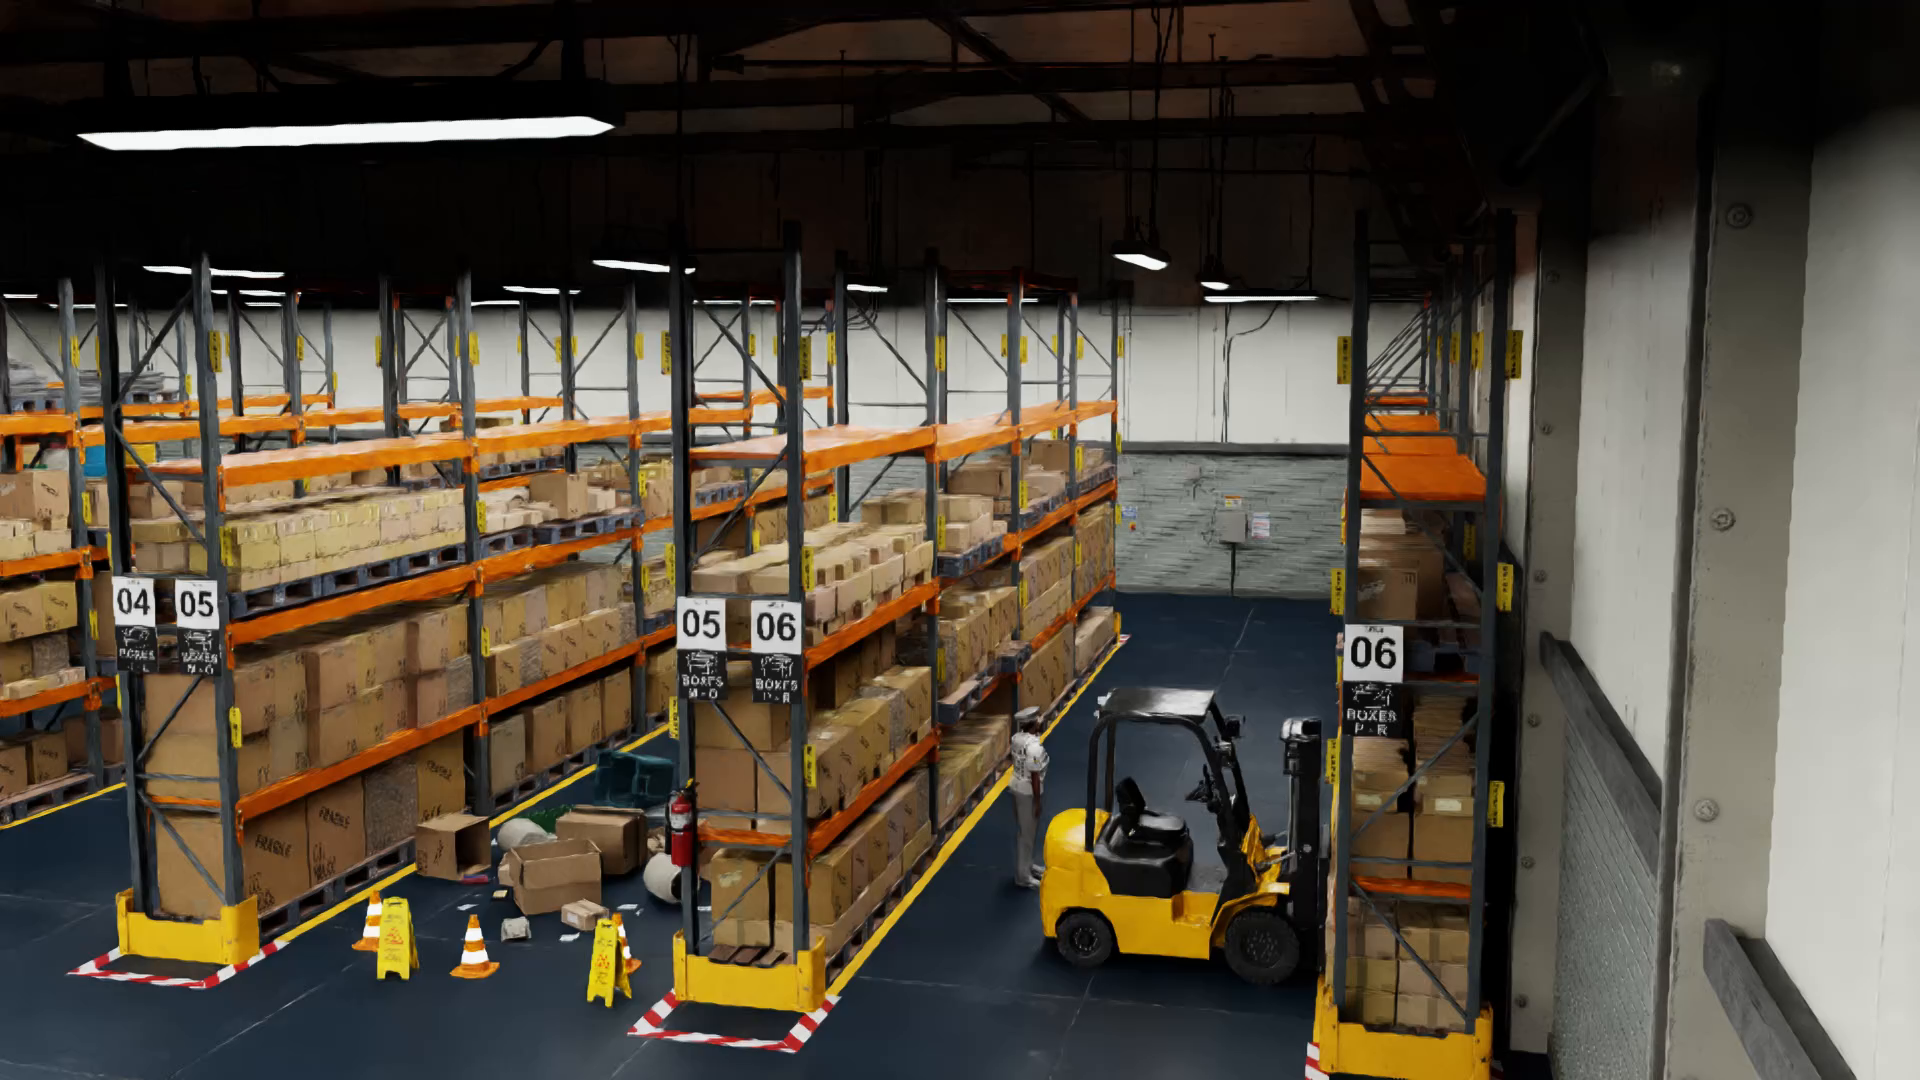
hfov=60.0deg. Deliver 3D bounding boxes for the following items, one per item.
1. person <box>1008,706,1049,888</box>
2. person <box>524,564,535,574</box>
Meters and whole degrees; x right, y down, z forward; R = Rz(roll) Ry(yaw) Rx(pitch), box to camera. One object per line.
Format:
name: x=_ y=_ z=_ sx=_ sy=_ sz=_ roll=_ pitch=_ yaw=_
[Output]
person: x=0.675 y=2.411 z=15.762 sx=0.416 sy=1.678 sz=0.507 roll=-2 pitch=7 yaw=-18
person: x=-6.827 y=1.127 z=26.664 sx=0.493 sy=1.589 sz=1.000 roll=2 pitch=7 yaw=13
